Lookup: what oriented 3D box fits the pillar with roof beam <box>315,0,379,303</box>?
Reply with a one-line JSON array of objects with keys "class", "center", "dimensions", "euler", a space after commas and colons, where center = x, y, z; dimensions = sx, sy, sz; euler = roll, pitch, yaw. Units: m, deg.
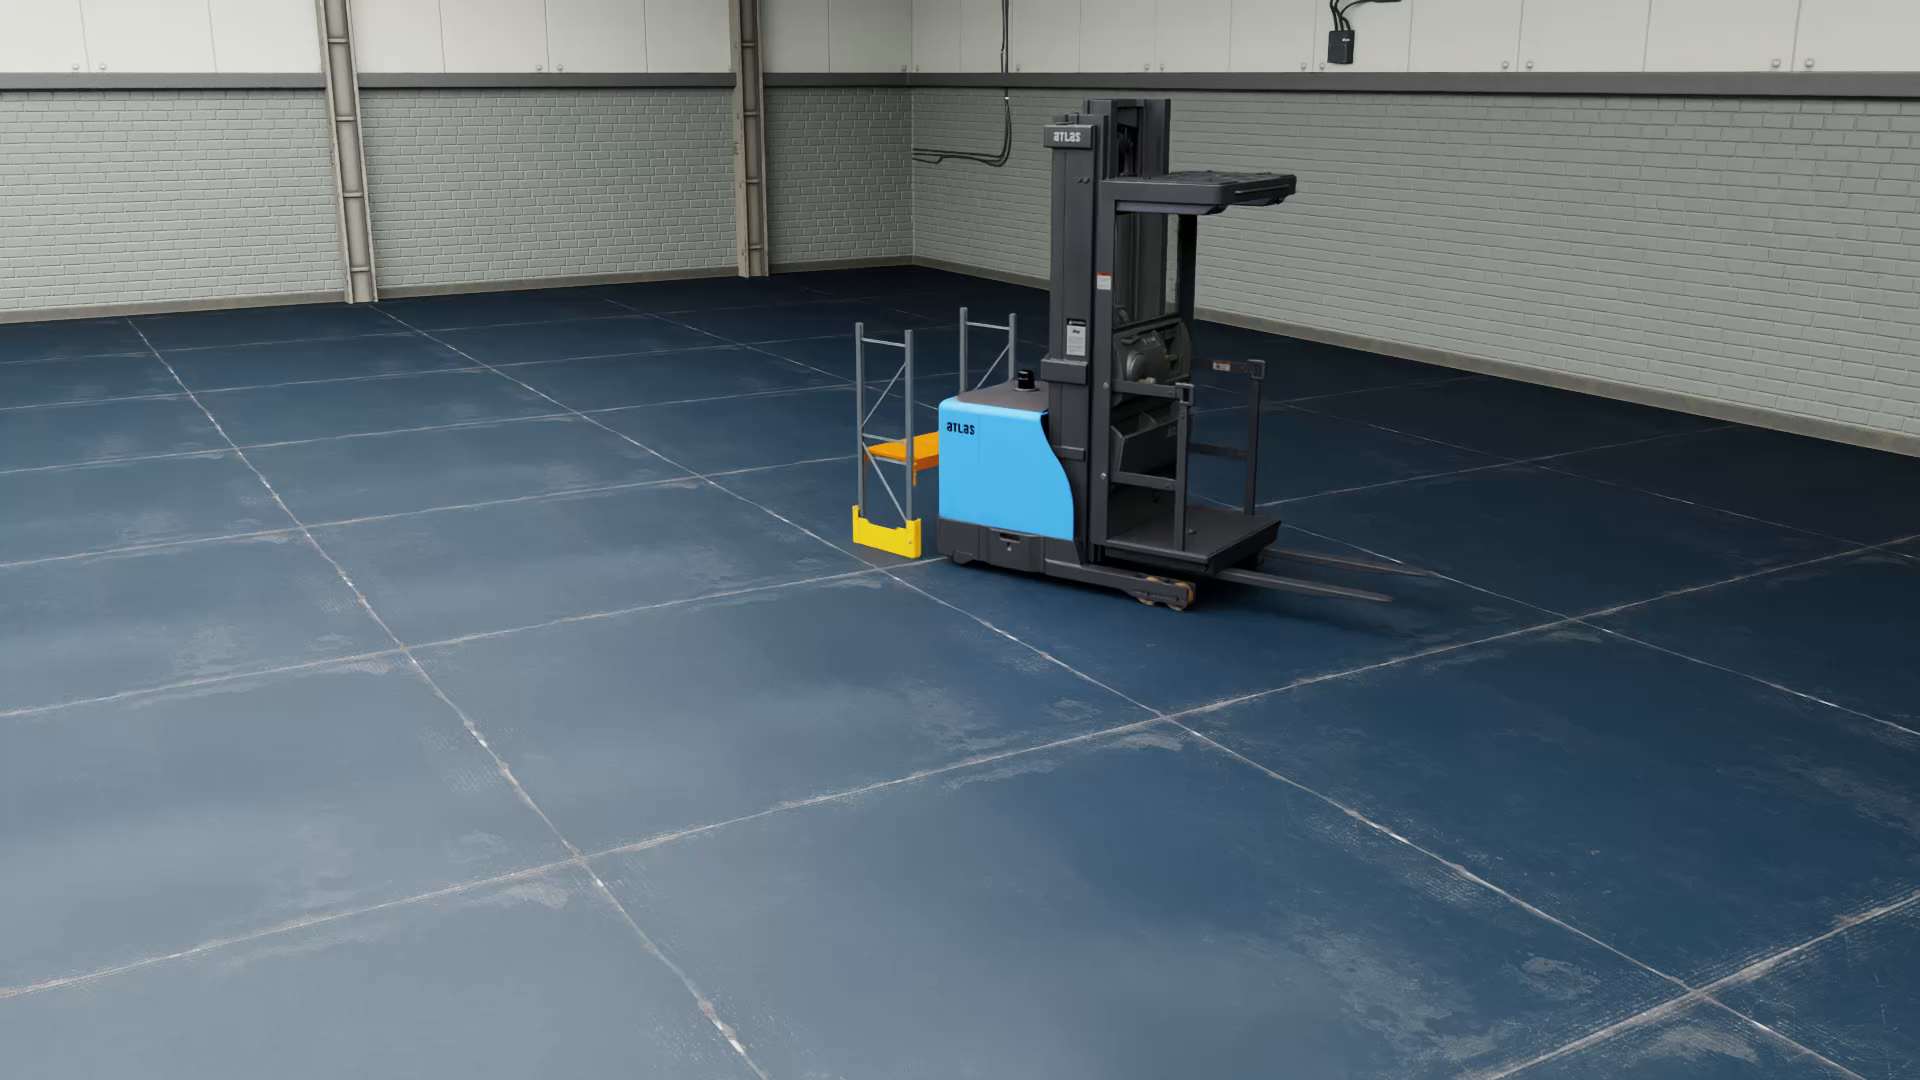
[{"class": "pillar with roof beam", "center": [-6.198, -6.694, 18.618], "dimensions": [0.400, 9.000, 9.100], "euler": [-9, 18, -30]}]

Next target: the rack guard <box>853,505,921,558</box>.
[{"class": "rack guard", "center": [-0.494, -0.062, 11.168], "dimensions": [0.587, 0.250, 0.087], "euler": [14, 21, 41]}]

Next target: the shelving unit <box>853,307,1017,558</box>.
[{"class": "shelving unit", "center": [-0.156, -0.763, 11.352], "dimensions": [0.587, 1.500, 1.083], "euler": [14, 21, 41]}]

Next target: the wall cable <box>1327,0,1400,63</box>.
[{"class": "wall cable", "center": [4.810, -8.067, 17.213], "dimensions": [0.169, 6.003, 2.305], "euler": [-9, 18, -30]}]

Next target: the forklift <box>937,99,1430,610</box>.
[{"class": "forklift", "center": [1.355, -1.154, 10.098], "dimensions": [3.031, 2.935, 1.130], "euler": [10, 19, 33]}]

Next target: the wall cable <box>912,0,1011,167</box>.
[{"class": "wall cable", "center": [-0.066, -7.132, 25.935], "dimensions": [0.112, 2.526, 3.097], "euler": [-9, 18, -30]}]

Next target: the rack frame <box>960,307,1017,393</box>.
[{"class": "rack frame", "center": [0.194, -0.865, 11.718], "dimensions": [0.500, 1.500, 0.032], "euler": [14, 21, 41]}]

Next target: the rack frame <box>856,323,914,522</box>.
[{"class": "rack frame", "center": [-0.494, -0.664, 10.998], "dimensions": [0.500, 1.500, 0.032], "euler": [14, 21, 41]}]

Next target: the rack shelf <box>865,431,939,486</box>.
[{"class": "rack shelf", "center": [-0.150, -0.591, 11.407], "dimensions": [0.538, 0.185, 1.000], "euler": [14, 21, 41]}]

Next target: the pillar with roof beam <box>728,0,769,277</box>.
[{"class": "pillar with roof beam", "center": [-1.055, -7.528, 21.593], "dimensions": [0.400, 9.000, 9.100], "euler": [-9, 18, -30]}]
